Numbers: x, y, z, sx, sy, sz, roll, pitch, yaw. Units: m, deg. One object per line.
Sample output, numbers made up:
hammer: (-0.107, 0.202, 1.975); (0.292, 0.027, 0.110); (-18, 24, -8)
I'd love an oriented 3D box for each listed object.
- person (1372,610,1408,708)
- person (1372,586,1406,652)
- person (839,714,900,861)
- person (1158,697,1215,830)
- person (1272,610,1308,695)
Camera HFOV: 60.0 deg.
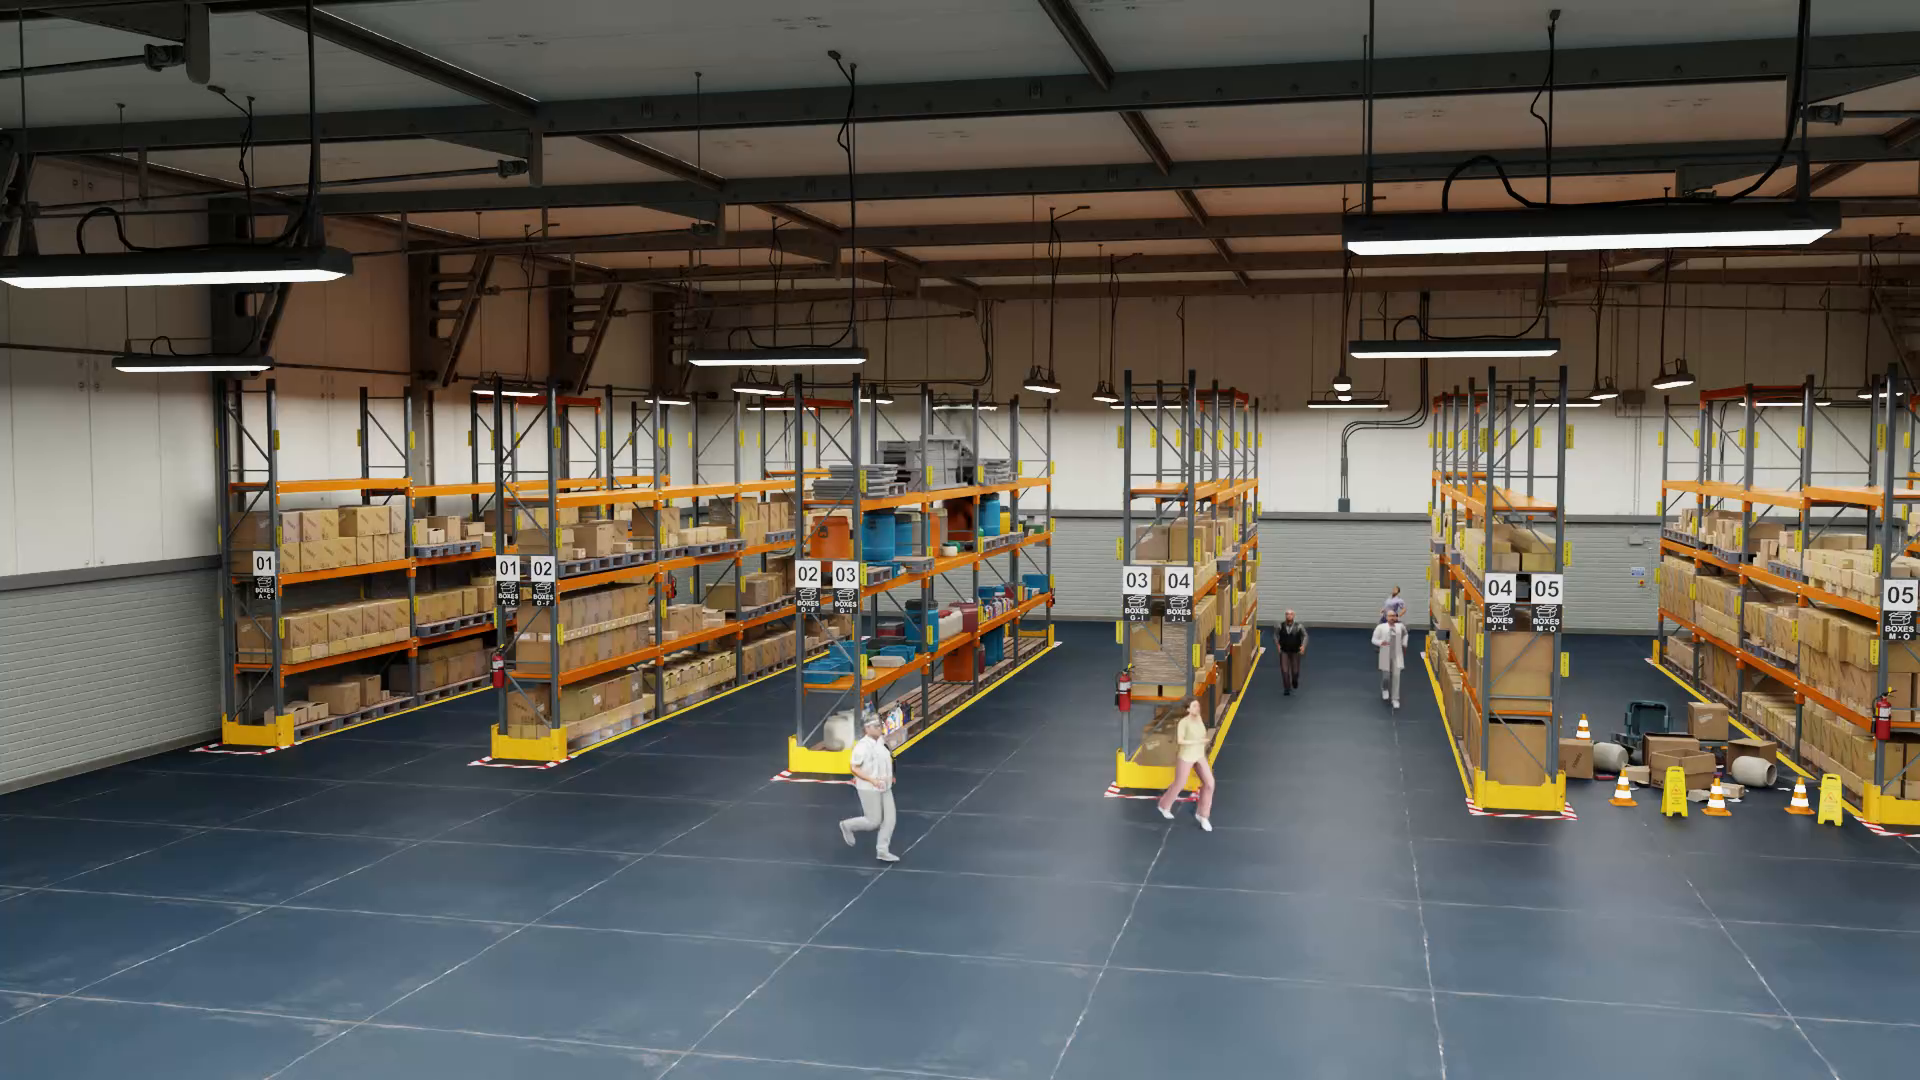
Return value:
person: (8.118, 2.214, 31.341); (0.710, 1.779, 1.049); (0, 3, 6)
person: (10.121, 1.863, 39.188); (0.663, 1.563, 0.672); (-1, 4, -17)
person: (-1.042, 2.937, 19.855); (0.798, 1.746, 0.663); (2, 4, 34)
person: (2.967, 2.875, 21.603); (0.583, 1.711, 0.869); (-2, 4, -34)
person: (6.489, 2.202, 32.697); (0.705, 1.678, 0.614); (1, 4, 14)
